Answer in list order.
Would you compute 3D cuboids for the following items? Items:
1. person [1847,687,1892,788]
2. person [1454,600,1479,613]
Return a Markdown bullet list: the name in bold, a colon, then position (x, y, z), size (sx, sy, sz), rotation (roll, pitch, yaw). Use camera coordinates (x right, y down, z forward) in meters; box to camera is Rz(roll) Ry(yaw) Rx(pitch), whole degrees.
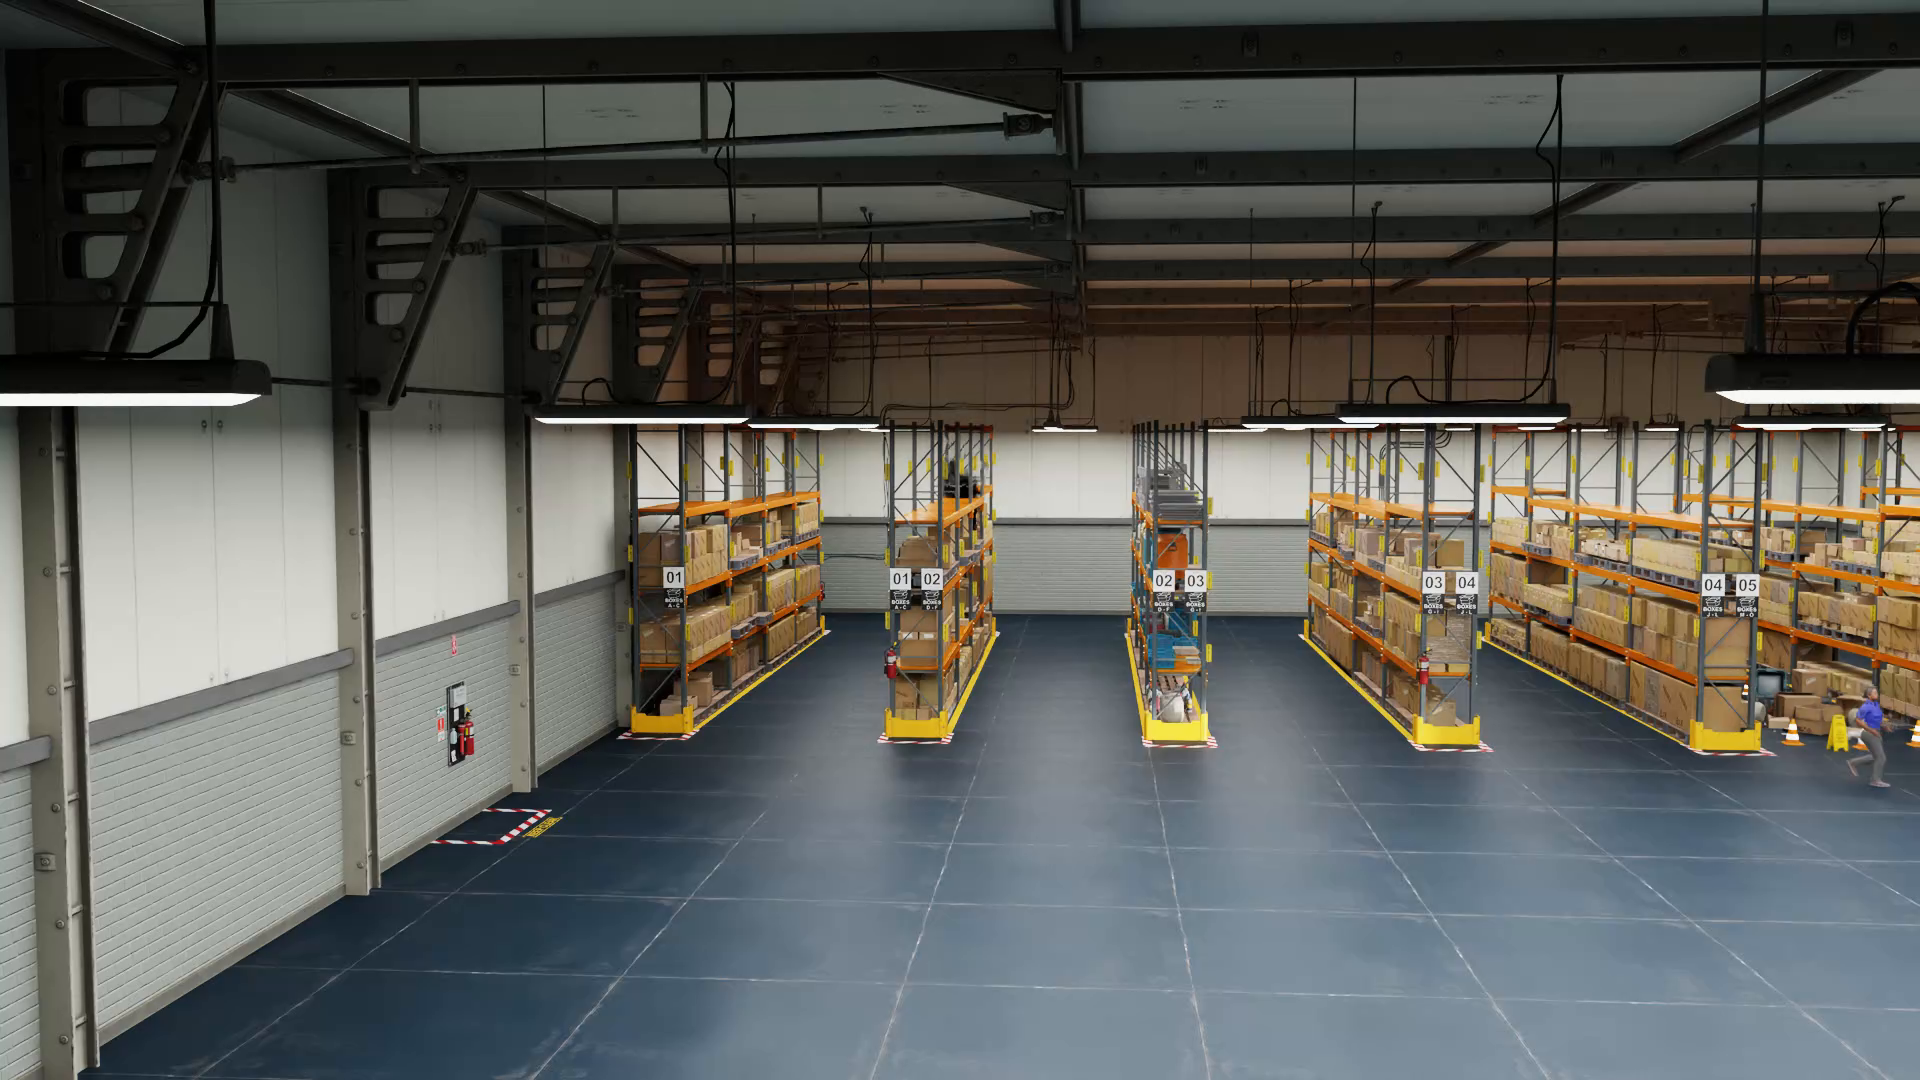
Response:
- **person**: position (14.835, 3.198, 27.131), size (0.580, 1.607, 0.681), rotation (-3, 5, -41)
- **person**: position (13.175, 2.101, 43.277), size (0.657, 1.749, 0.631), rotation (1, 4, 10)
